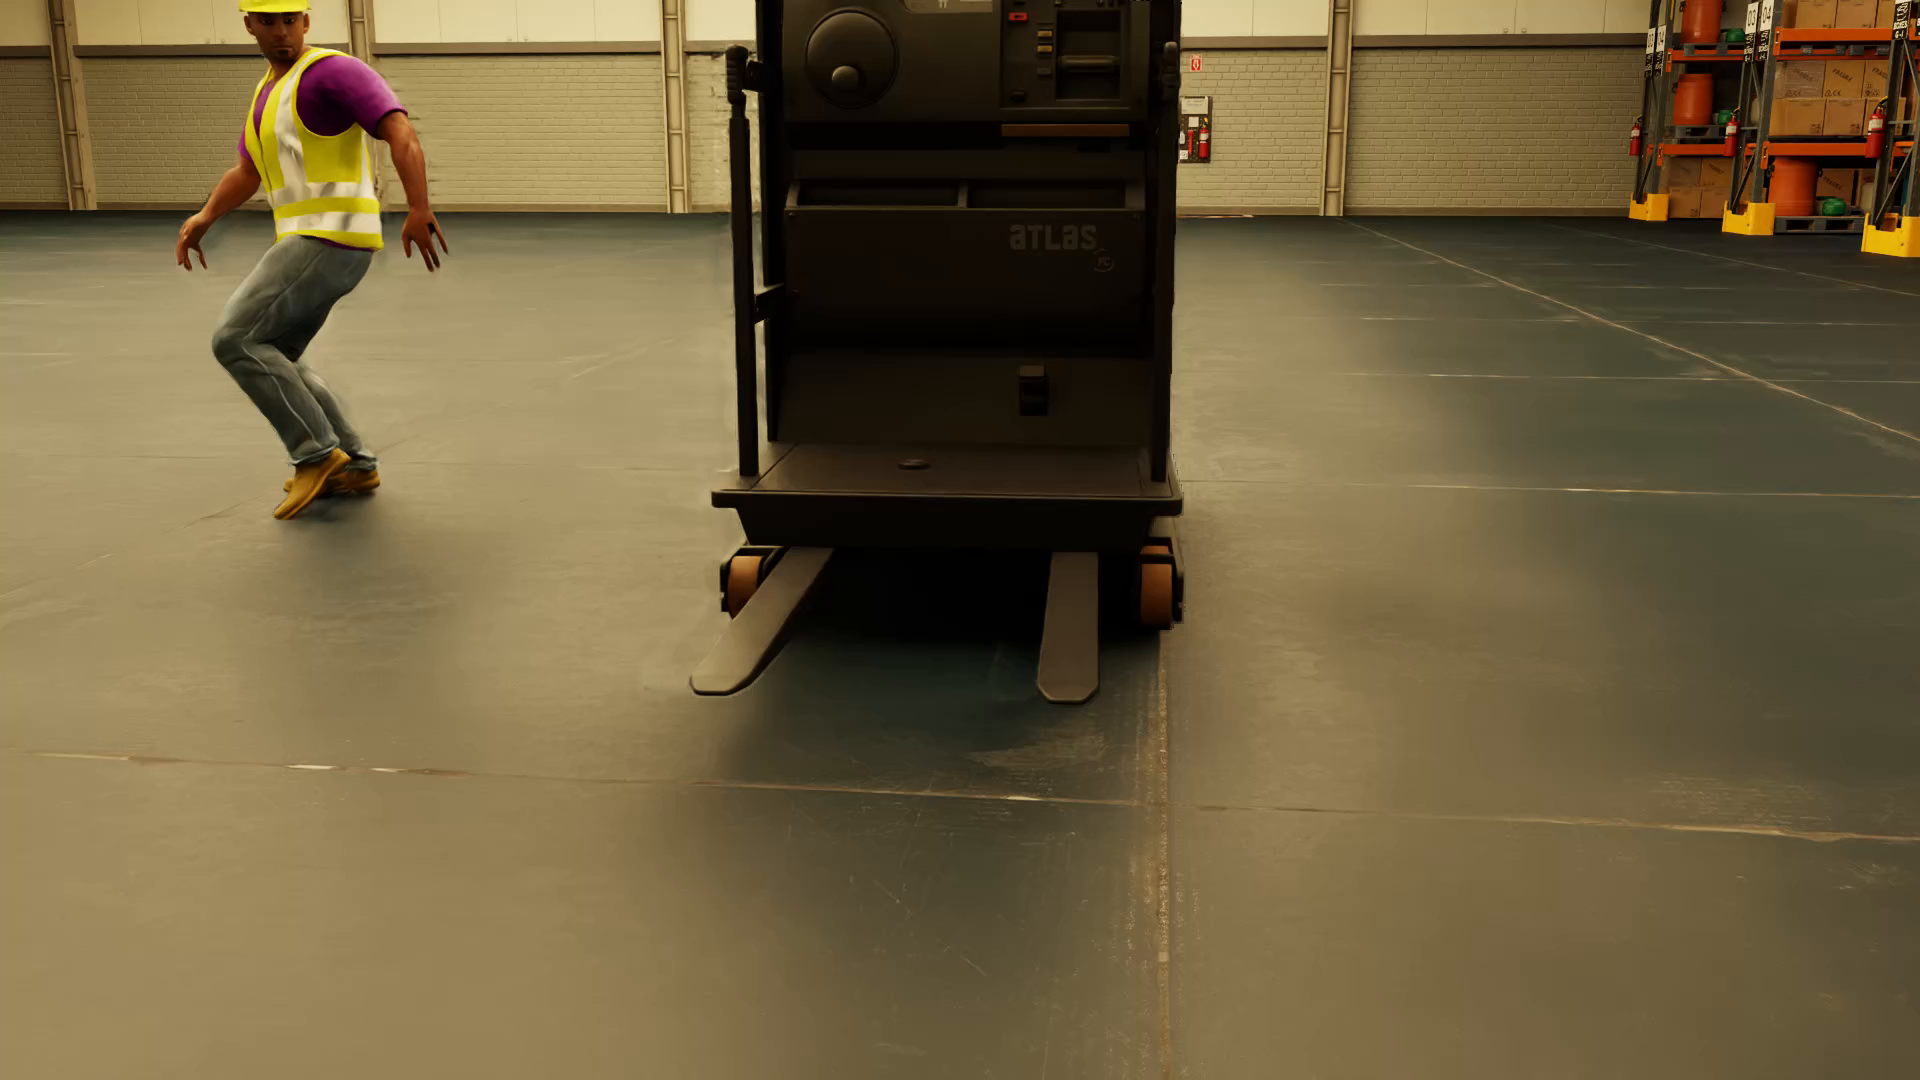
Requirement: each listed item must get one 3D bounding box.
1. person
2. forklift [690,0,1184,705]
[{"bbox_3d":[-2.082,-0.937,5.306,0.753,1.713,0.753,-7,15,-26],"label":"person"},{"bbox_3d":[0.000,-1.287,4.015,1.130,2.935,3.031,1,13,5],"label":"forklift"}]
